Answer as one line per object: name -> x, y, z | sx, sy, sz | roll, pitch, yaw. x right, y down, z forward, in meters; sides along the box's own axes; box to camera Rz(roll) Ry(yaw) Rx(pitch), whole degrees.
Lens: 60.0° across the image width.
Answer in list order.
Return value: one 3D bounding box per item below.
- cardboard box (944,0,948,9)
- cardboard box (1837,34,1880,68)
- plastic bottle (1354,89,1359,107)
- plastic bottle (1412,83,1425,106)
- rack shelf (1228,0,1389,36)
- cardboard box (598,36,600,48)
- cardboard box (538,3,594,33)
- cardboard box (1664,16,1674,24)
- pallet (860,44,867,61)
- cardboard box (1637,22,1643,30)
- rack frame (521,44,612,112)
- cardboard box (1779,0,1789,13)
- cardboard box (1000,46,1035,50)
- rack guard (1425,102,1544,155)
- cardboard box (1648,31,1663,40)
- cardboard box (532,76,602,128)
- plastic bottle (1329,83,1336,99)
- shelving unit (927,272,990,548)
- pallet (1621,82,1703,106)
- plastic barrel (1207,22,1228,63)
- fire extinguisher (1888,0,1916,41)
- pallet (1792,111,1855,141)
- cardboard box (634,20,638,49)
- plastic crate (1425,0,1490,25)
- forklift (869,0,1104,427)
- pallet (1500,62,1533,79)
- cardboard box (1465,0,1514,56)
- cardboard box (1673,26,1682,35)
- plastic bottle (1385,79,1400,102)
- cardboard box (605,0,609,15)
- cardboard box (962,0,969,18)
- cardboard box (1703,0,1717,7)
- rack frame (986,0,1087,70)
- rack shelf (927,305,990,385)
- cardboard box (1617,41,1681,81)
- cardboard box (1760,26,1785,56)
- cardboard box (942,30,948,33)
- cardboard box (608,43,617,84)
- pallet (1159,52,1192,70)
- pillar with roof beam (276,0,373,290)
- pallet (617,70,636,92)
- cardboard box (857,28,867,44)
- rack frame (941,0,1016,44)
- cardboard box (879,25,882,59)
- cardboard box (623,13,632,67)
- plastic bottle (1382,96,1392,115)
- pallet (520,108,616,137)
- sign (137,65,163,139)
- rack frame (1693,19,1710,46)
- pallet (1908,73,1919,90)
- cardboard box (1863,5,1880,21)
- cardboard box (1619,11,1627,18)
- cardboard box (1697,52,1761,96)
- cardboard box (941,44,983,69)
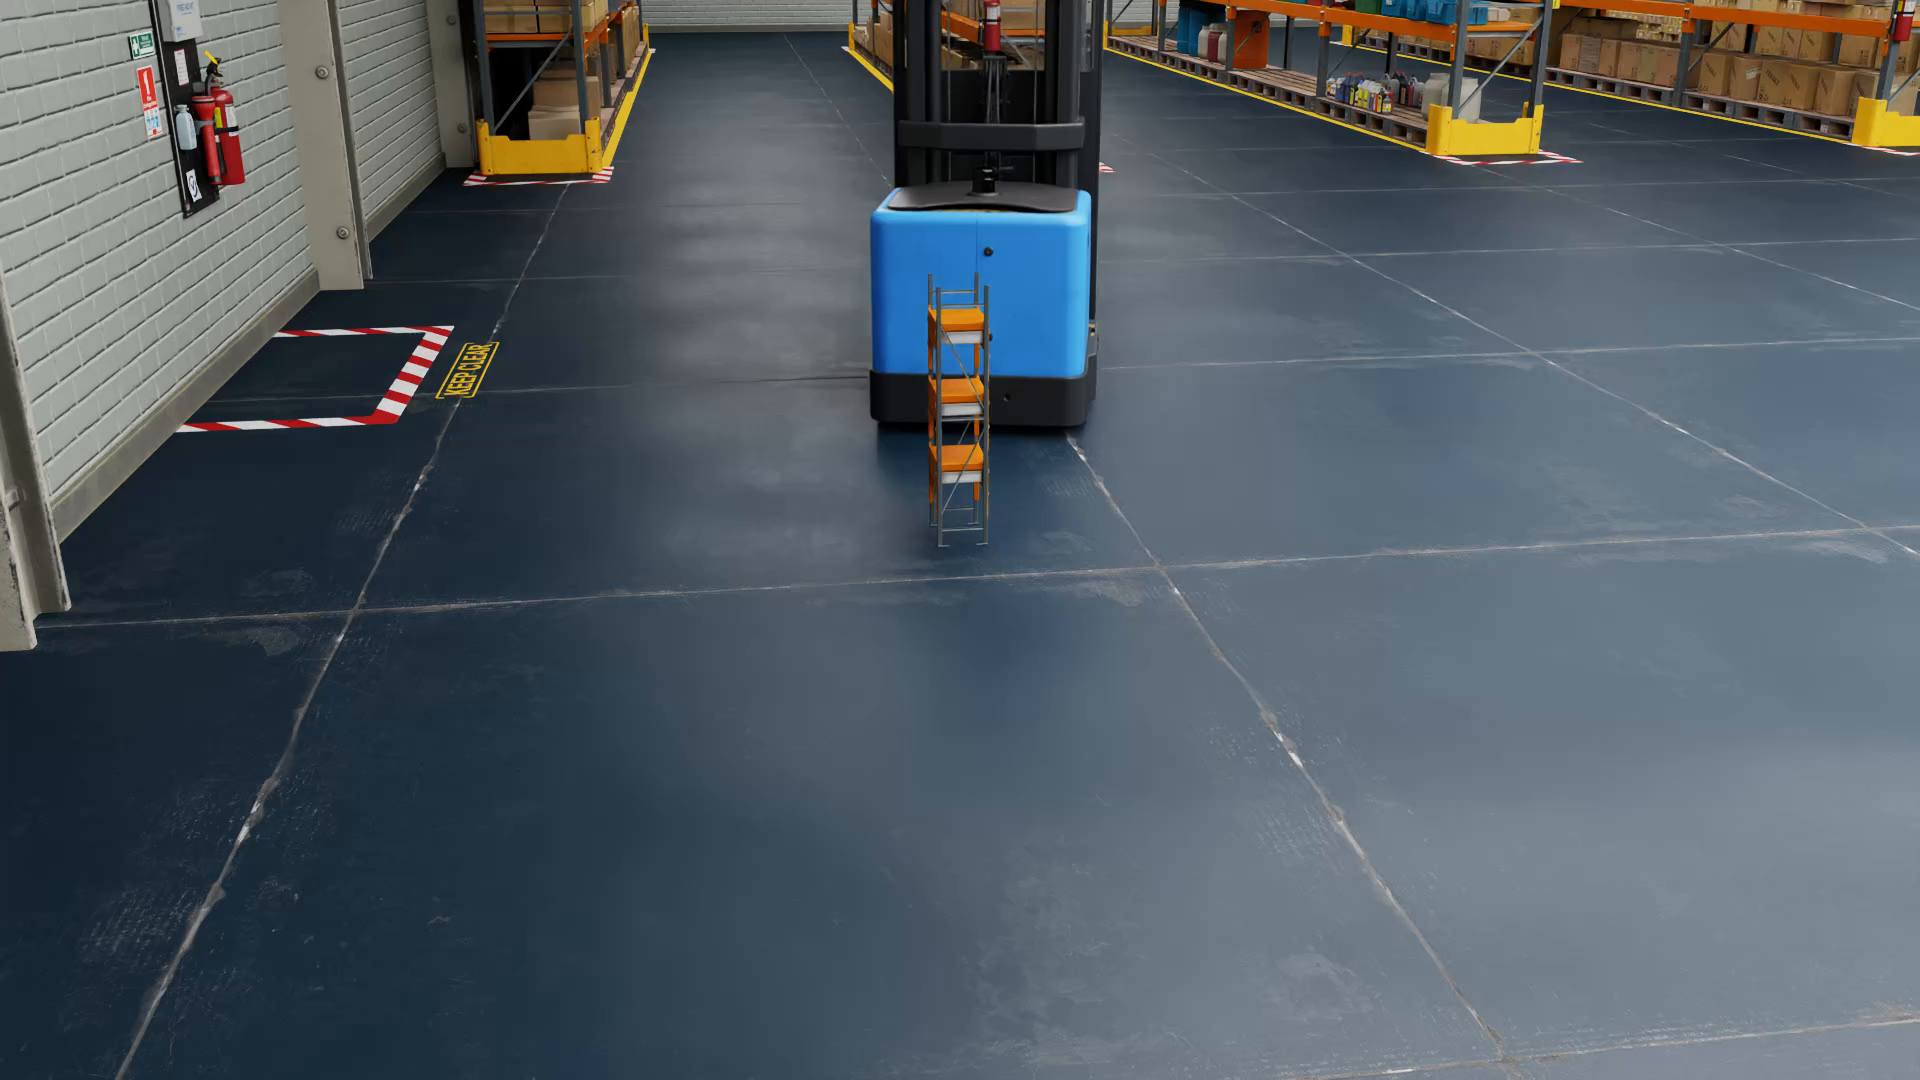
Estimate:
cardboard box -> 0.069, -6.780, 20.797 | 0.500, 0.250, 0.500 | -2, 21, -4
cardboard box -> 14.331, -7.708, 25.682 | 1.050, 0.750, 0.750 | -3, 21, -8
plastic bottle -> 4.836, -5.361, 20.153 | 0.097, 0.201, 0.097 | 0, 20, 0
plastic bottle -> 5.557, -5.418, 20.198 | 0.152, 0.276, 0.135 | -3, 21, -7
rack shelf -> 4.797, -7.286, 22.965 | 1.077, 0.370, 4.000 | -3, 21, -8
cardboard box -> -5.119, -6.755, 22.388 | 0.500, 0.250, 0.500 | -3, 21, -7
cardboard box -> -3.898, -5.170, 16.458 | 0.500, 0.250, 0.500 | -4, 21, -9
cardboard box -> 13.368, -9.682, 30.975 | 0.380, 0.149, 0.250 | -2, 21, -6
pallet -> -1.247, -8.807, 29.994 | 1.003, 0.211, 1.213 | -3, 21, -8
cardboard box -> 13.249, -9.906, 32.000 | 0.380, 0.149, 0.250 | -2, 21, -5
rack frame -> -4.718, -6.431, 19.648 | 1.000, 3.000, 0.127 | -3, 21, -8
cardboard box -> 10.030, -6.370, 19.844 | 0.380, 0.149, 0.250 | -3, 21, -8
cardboard box -> 0.603, -5.446, 19.268 | 0.500, 0.500, 0.500 | -3, 21, -8
rack guard -> 5.604, -4.399, 17.779 | 1.175, 0.500, 0.348 | -3, 21, -8
cardboard box -> 13.213, -9.504, 31.349 | 0.380, 0.149, 0.250 | -3, 21, -8
cardboard box -> -4.291, -4.779, 18.169 | 0.700, 0.500, 0.500 | -4, 21, -11
plastic bottle -> 4.712, -5.658, 20.949 | 0.097, 0.201, 0.097 | 0, 20, 0
shelving unit -> -0.008, -0.510, 6.582 | 0.215, 1.050, 0.252 | -3, 21, -8
pallet -> 9.873, -6.144, 22.864 | 1.003, 0.211, 1.213 | -3, 21, -8
plastic barrel -> 4.258, -7.942, 26.540 | 0.600, 0.588, 0.708 | -3, 21, -8
fire extinguisher -> 10.124, -5.696, 17.791 | 0.296, 0.674, 0.183 | -3, 21, -8
pallet -> 10.470, -4.799, 19.262 | 1.003, 0.211, 1.213 | -3, 21, -8
cardboard box -> -6.019, -8.843, 29.077 | 0.700, 0.500, 0.500 | -2, 21, -6
plastic crate -> 5.294, -5.634, 17.727 | 0.499, 0.251, 0.616 | -3, 21, -8
forklift -> 0.220, -2.390, 8.925 | 1.130, 2.935, 3.031 | 2, 21, 5
pallet -> 9.371, -7.536, 26.591 | 1.003, 0.211, 1.213 | -3, 21, -8
cardboard box -> 9.075, -8.622, 27.950 | 1.225, 0.875, 0.875 | -4, 21, -10
cardboard box -> 13.345, -9.352, 30.518 | 0.380, 0.149, 0.250 | -4, 21, -10
plastic bottle -> 5.348, -5.570, 20.606 | 0.152, 0.276, 0.135 | -3, 21, -8
cardboard box -> -4.350, -6.221, 19.272 | 0.500, 0.250, 0.500 | -3, 21, -8
cardboard box -> 0.404, -6.219, 18.938 | 0.700, 0.500, 0.500 | -3, 21, -7
cardboard box -> 9.743, -6.886, 21.225 | 0.380, 0.149, 0.250 | -3, 21, -8
rack frame -> 0.760, -5.297, 16.612 | 1.000, 3.000, 0.127 | -3, 21, -8
rack shelf -> -0.008, -0.766, 6.486 | 0.215, 0.259, 0.240 | -3, 21, -8
cardboard box -> 9.788, -6.789, 23.550 | 0.700, 0.500, 0.500 | -5, 21, -12
cardboard box -> 13.816, -8.383, 27.847 | 0.500, 0.500, 0.500 | -4, 21, -10
cardboard box -> -0.325, -7.629, 25.799 | 0.500, 0.500, 0.500 | -3, 21, -8
cardboard box -> -5.140, -6.604, 23.056 | 0.700, 0.500, 0.500 | -3, 21, -7
pallet -> 4.002, -8.125, 28.168 | 1.003, 0.211, 1.213 | -3, 21, -8
pillar with roof beam -> 0.026, -6.195, 10.441 | 9.100, 9.000, 0.400 | -3, 21, -8
pallet -> -5.334, -6.786, 24.585 | 1.003, 0.211, 1.213 | -3, 21, -8
cardboard box -> -1.605, -9.206, 30.379 | 0.500, 0.250, 0.500 | -3, 21, -8
rack frame -> 0.183, -6.682, 20.320 | 1.000, 3.000, 0.127 | -3, 21, -8
cardboard box -> -1.054, -8.123, 27.122 | 0.500, 0.500, 0.500 | -3, 21, -7
cardboard box -> -5.391, -7.570, 25.171 | 0.750, 0.750, 0.750 | -3, 21, -8
plastic bottle -> 4.963, -5.055, 19.333 | 0.097, 0.201, 0.097 | 0, 20, 0
pallet -> -4.587, -4.894, 19.518 | 1.003, 0.211, 1.213 | -3, 21, -8
sign -> -3.938, -2.130, 8.081 | 0.001, 0.329, 0.234 | -3, 21, -8
rack frame -> 13.756, -10.166, 29.646 | 1.000, 3.000, 0.127 | -3, 21, -8
pallet -> 14.544, -6.776, 24.557 | 1.003, 0.211, 1.213 | -3, 21, -8
cardboard box -> 10.282, -5.853, 18.458 | 0.380, 0.149, 0.250 | -3, 21, -8
cardboard box -> 13.105, -10.227, 32.435 | 0.380, 0.149, 0.250 | -4, 21, -10
cardboard box -> 10.004, -6.066, 21.642 | 0.500, 0.500, 0.500 | -4, 21, -9
cardboard box -> 0.020, -5.593, 19.662 | 0.500, 0.500, 0.500 | -3, 21, -8
